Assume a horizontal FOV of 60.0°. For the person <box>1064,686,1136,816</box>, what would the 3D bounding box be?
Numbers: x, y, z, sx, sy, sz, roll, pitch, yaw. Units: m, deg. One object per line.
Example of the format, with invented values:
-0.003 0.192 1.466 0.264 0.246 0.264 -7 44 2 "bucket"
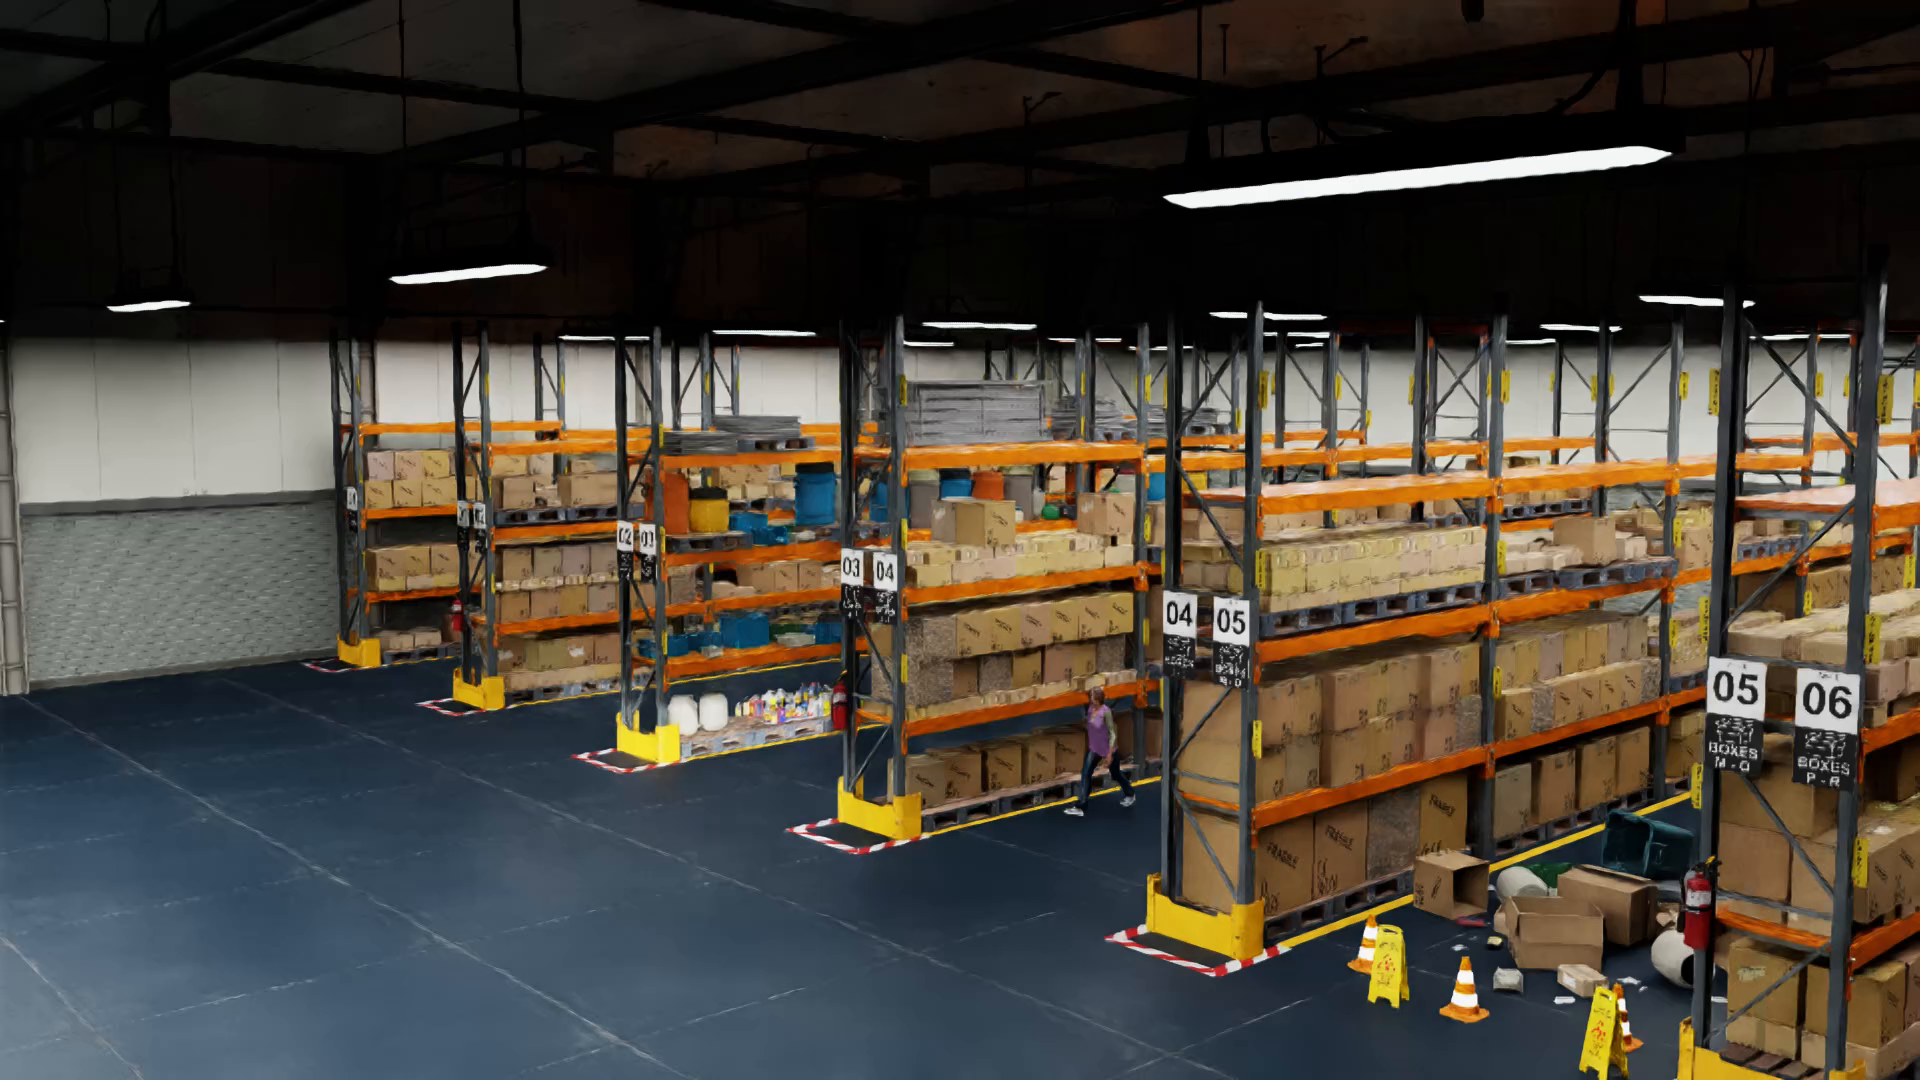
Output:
1.690 2.466 19.590 1.034 1.525 0.416 -5 8 -43 "person"
